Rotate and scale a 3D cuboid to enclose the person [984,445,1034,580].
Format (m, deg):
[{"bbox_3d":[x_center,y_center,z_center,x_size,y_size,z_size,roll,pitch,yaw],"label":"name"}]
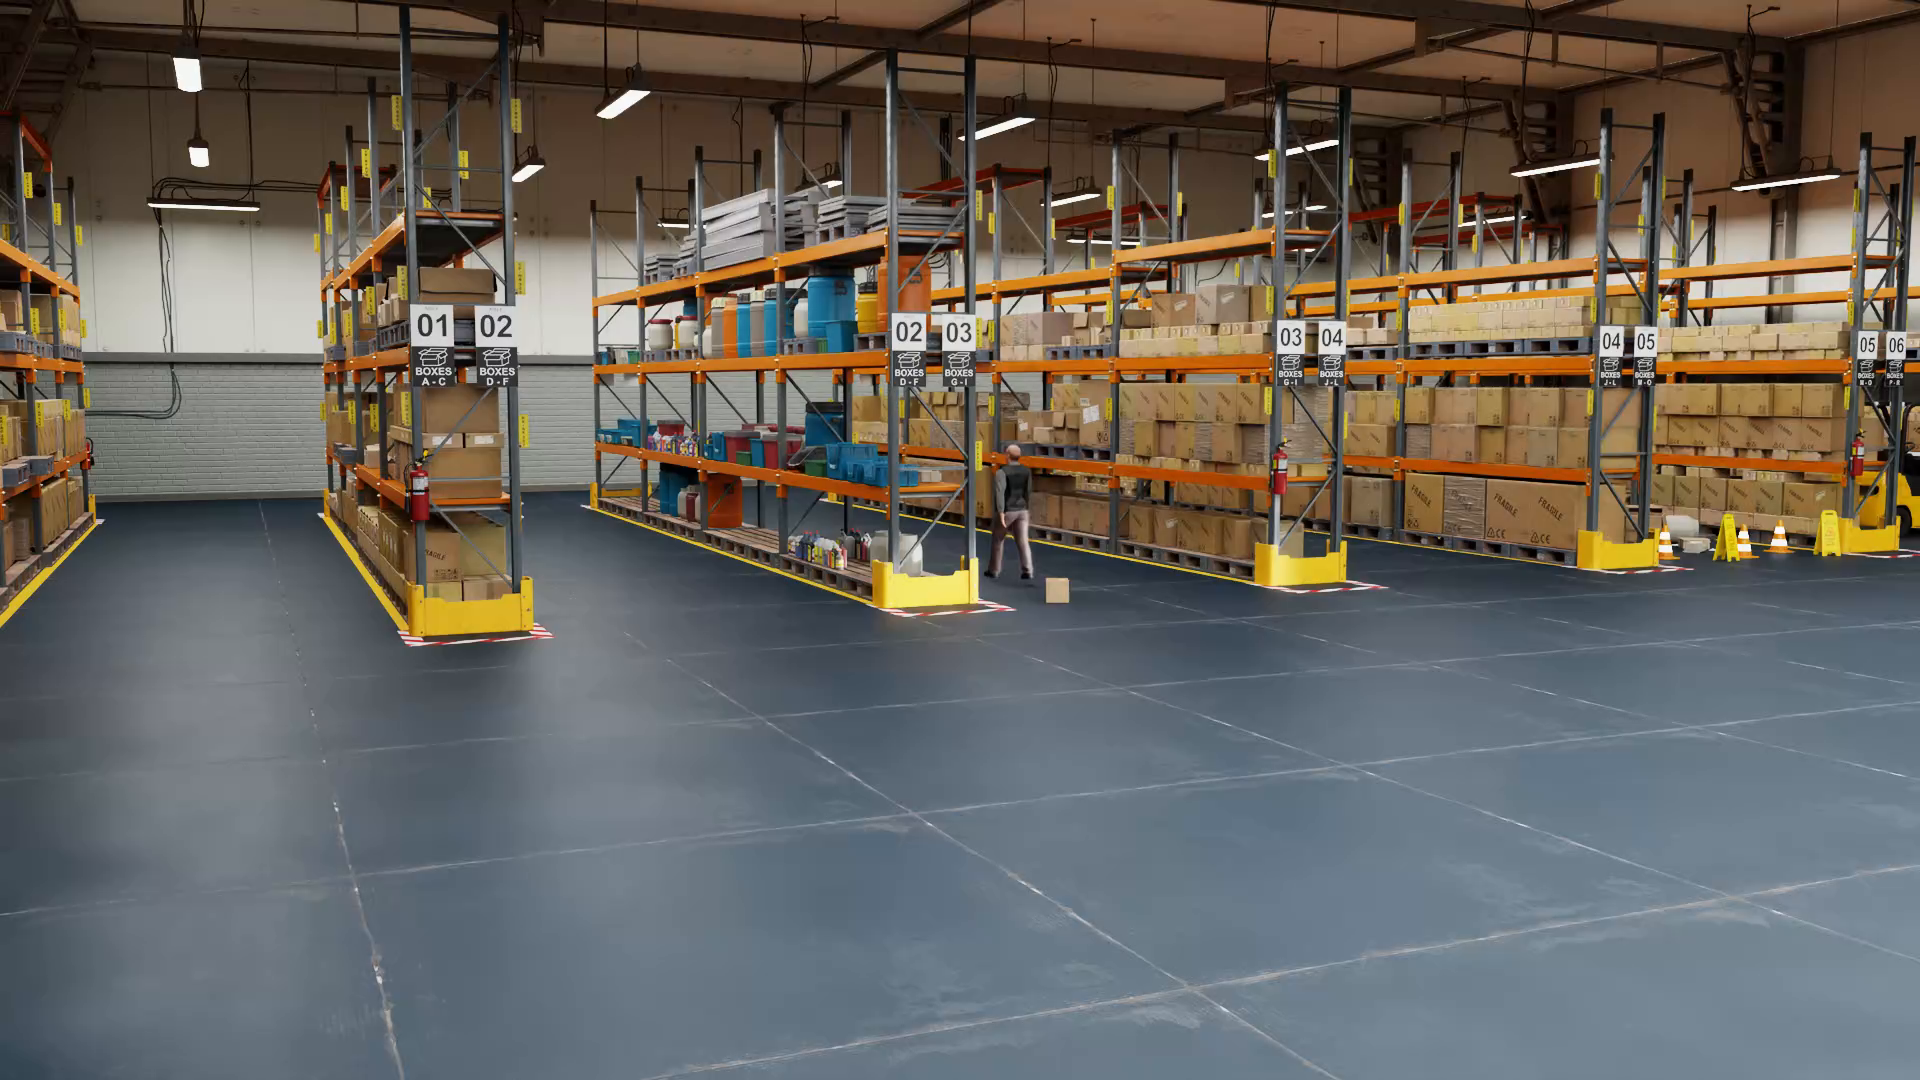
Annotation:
[{"bbox_3d":[0.624,-0.342,20.524,0.546,1.673,1.014,-2,6,-22],"label":"person"}]
